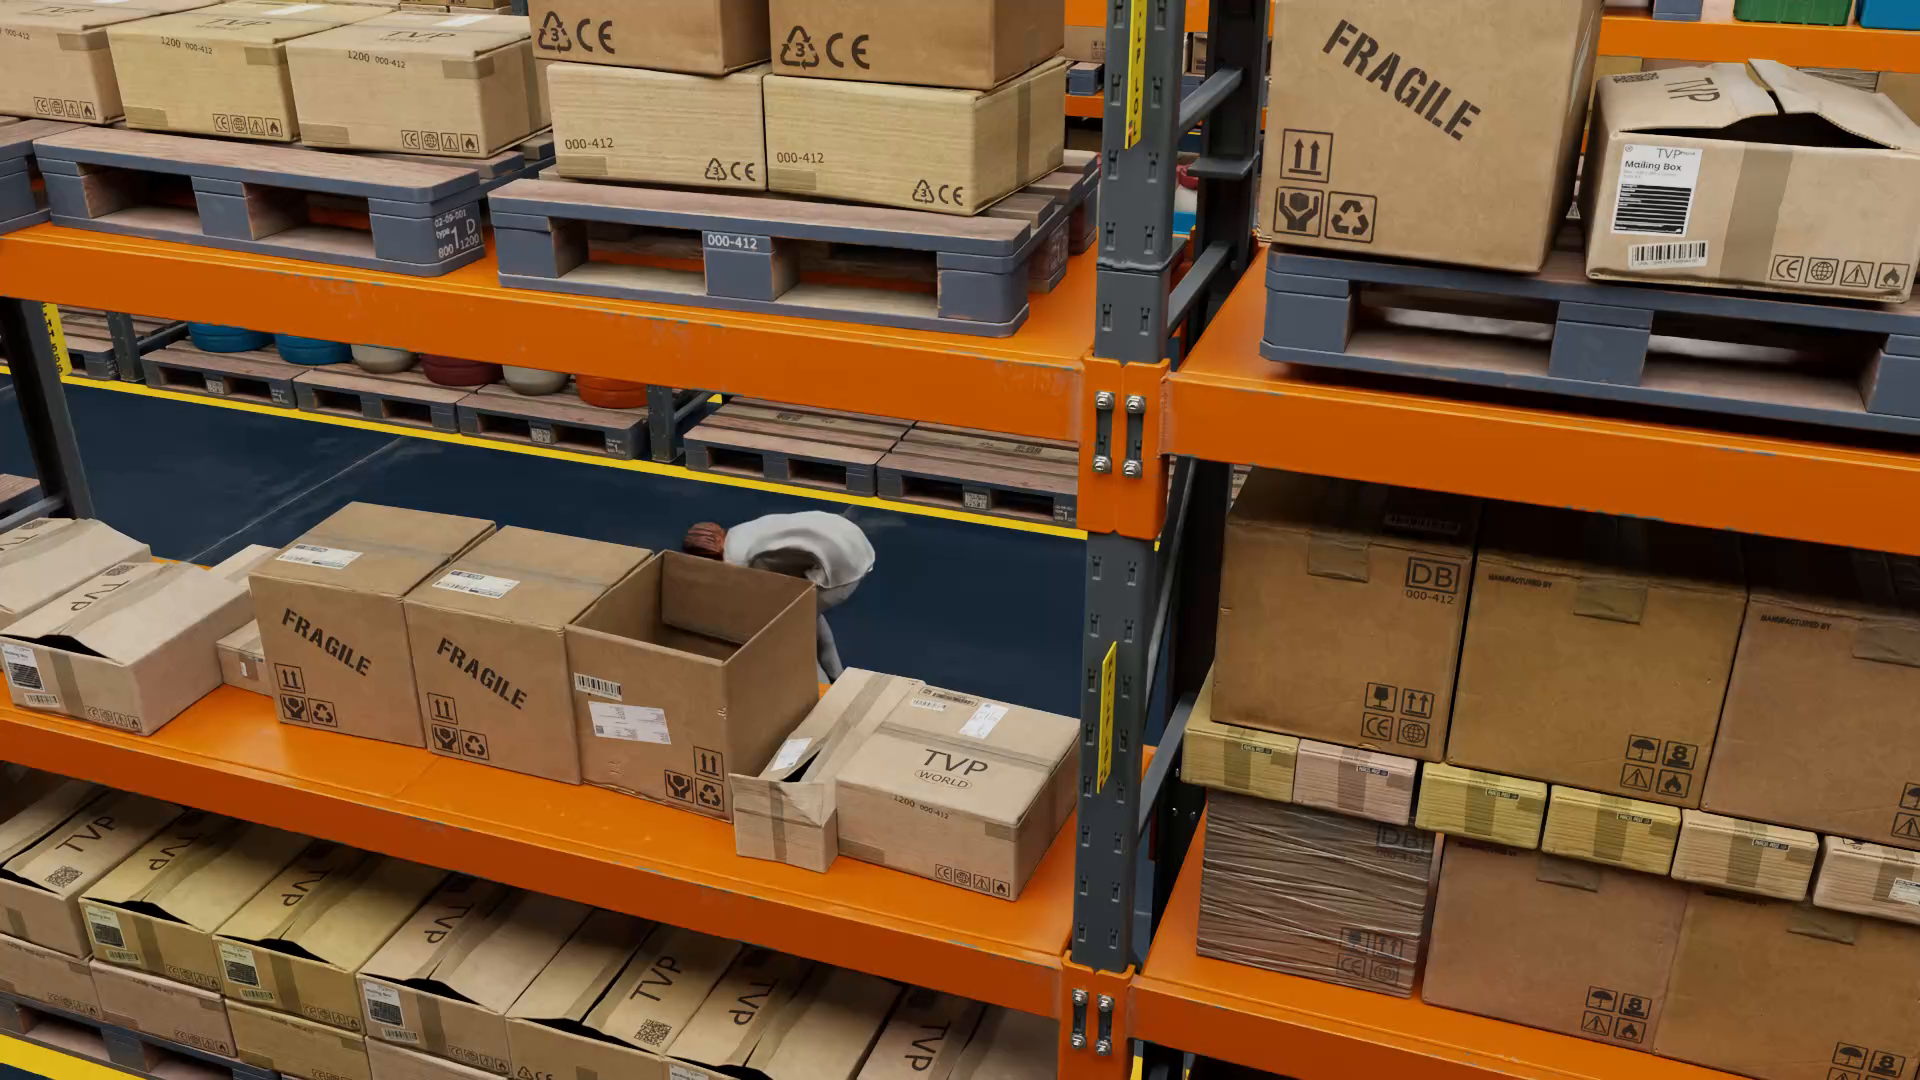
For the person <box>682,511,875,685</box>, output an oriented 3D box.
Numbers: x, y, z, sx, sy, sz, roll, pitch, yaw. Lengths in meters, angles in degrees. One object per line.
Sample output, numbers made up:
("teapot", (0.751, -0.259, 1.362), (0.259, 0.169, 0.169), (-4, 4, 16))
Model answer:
("person", (-0.789, 0.335, 7.221), (0.868, 0.910, 0.405), (8, 27, 15))
